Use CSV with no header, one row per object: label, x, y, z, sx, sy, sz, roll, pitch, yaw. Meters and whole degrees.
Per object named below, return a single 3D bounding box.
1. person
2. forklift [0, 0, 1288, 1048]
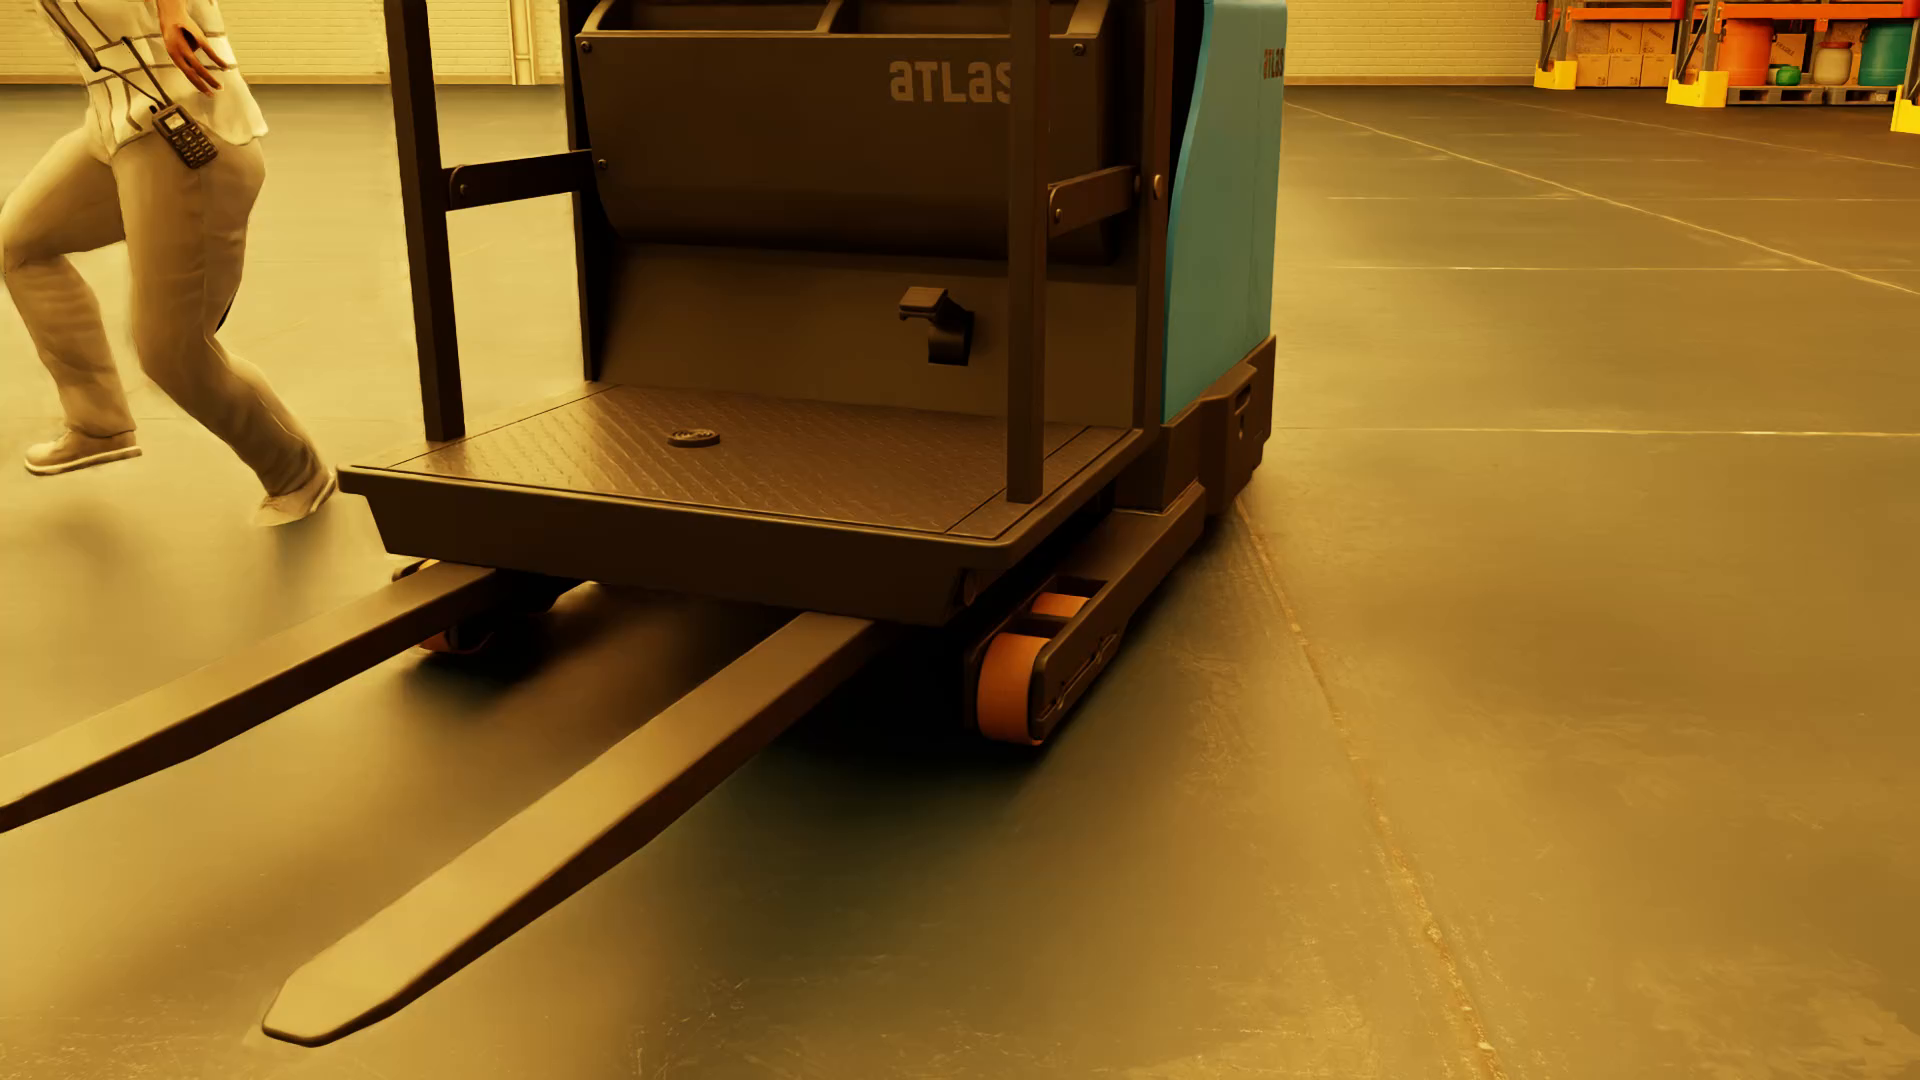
person,-1.535,-0.714,3.199,0.560,1.589,1.080,-12,21,-34
forklift,-0.274,-1.239,2.421,1.130,2.935,3.031,7,18,20
